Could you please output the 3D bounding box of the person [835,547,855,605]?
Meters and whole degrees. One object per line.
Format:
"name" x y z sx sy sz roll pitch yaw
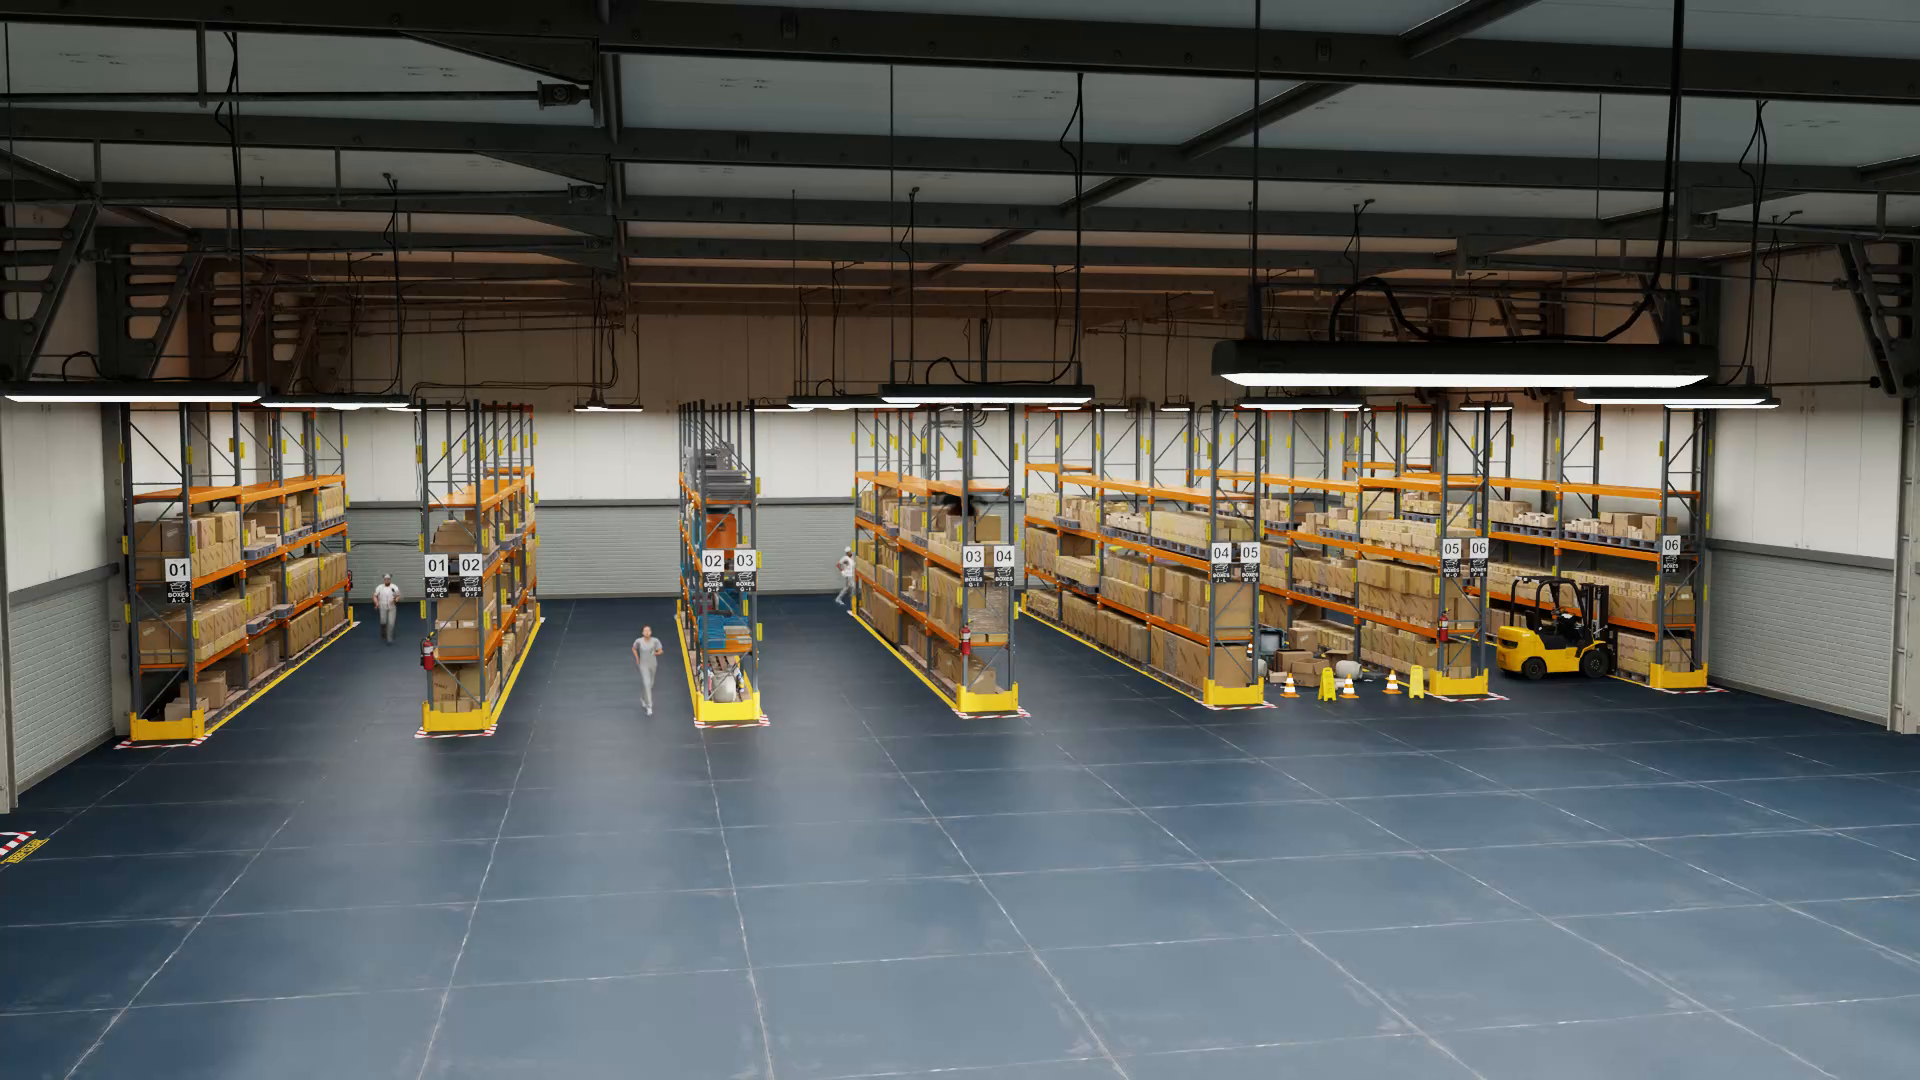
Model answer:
"person" -3.271 1.101 49.159 0.932 1.805 0.678 1 4 14

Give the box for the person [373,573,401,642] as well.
"person" -14.369 1.707 41.730 0.656 1.743 0.588 -2 5 -20

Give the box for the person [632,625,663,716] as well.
"person" -5.999 2.469 32.039 0.549 1.701 0.880 -2 5 -23

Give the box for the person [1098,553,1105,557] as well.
"person" 4.112 1.211 48.024 0.689 1.780 0.898 -2 5 -30

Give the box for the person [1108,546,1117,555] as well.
"person" 4.691 1.045 50.805 0.658 1.717 0.721 -1 5 -17
